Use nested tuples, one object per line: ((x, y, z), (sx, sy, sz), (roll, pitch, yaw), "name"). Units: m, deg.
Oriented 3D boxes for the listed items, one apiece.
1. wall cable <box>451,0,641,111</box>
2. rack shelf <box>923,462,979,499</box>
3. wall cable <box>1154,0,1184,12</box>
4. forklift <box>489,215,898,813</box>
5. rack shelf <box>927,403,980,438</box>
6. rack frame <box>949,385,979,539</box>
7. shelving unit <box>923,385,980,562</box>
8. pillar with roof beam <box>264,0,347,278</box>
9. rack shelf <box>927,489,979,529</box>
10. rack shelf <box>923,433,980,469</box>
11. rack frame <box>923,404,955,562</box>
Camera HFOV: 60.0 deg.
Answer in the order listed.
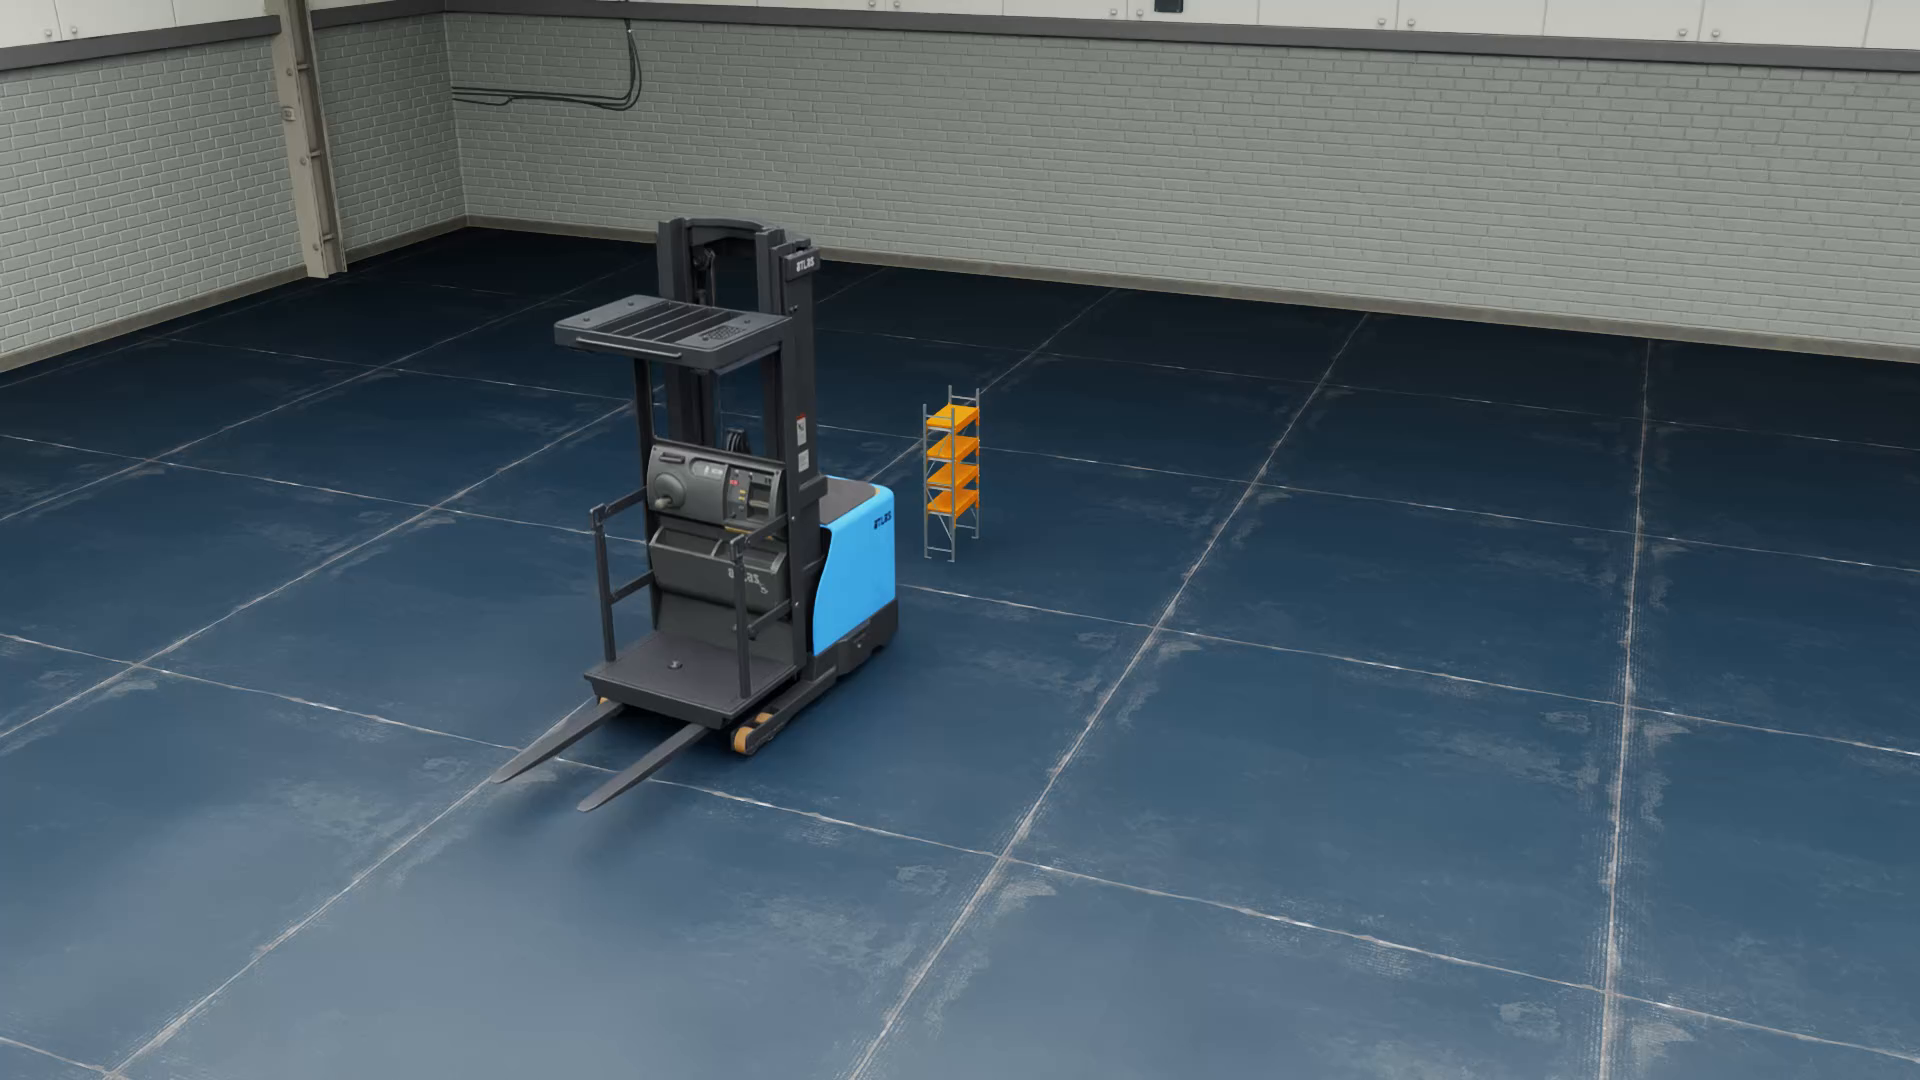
((-5.551, -6.897, 21.616), (3.097, 2.526, 0.112), (9, 24, 20), "wall cable")
((-0.061, -0.432, 12.403), (0.258, 0.148, 0.480), (9, 24, 20), "rack shelf")
((3.257, -8.534, 17.094), (2.305, 6.003, 0.169), (9, 24, 20), "wall cable")
((-1.553, -0.290, 9.642), (1.130, 2.935, 3.031), (12, 25, 26), "forklift")
((-0.061, -0.857, 12.225), (0.258, 0.148, 0.480), (9, 24, 20), "rack shelf")
((0.029, -0.582, 12.586), (0.240, 1.200, 0.015), (9, 24, 20), "rack frame")
((-0.061, -0.494, 12.377), (0.258, 1.200, 0.503), (9, 24, 20), "shelving unit")
((-3.876, -6.849, 17.471), (9.100, 9.000, 0.400), (9, 24, 20), "pillar with roof beam")
((-0.061, -0.249, 12.479), (0.258, 0.148, 0.480), (9, 24, 20), "rack shelf")
((-0.061, -0.639, 12.317), (0.258, 0.148, 0.480), (9, 24, 20), "rack shelf")
((-0.152, -0.407, 12.168), (0.240, 1.200, 0.015), (9, 24, 20), "rack frame")
